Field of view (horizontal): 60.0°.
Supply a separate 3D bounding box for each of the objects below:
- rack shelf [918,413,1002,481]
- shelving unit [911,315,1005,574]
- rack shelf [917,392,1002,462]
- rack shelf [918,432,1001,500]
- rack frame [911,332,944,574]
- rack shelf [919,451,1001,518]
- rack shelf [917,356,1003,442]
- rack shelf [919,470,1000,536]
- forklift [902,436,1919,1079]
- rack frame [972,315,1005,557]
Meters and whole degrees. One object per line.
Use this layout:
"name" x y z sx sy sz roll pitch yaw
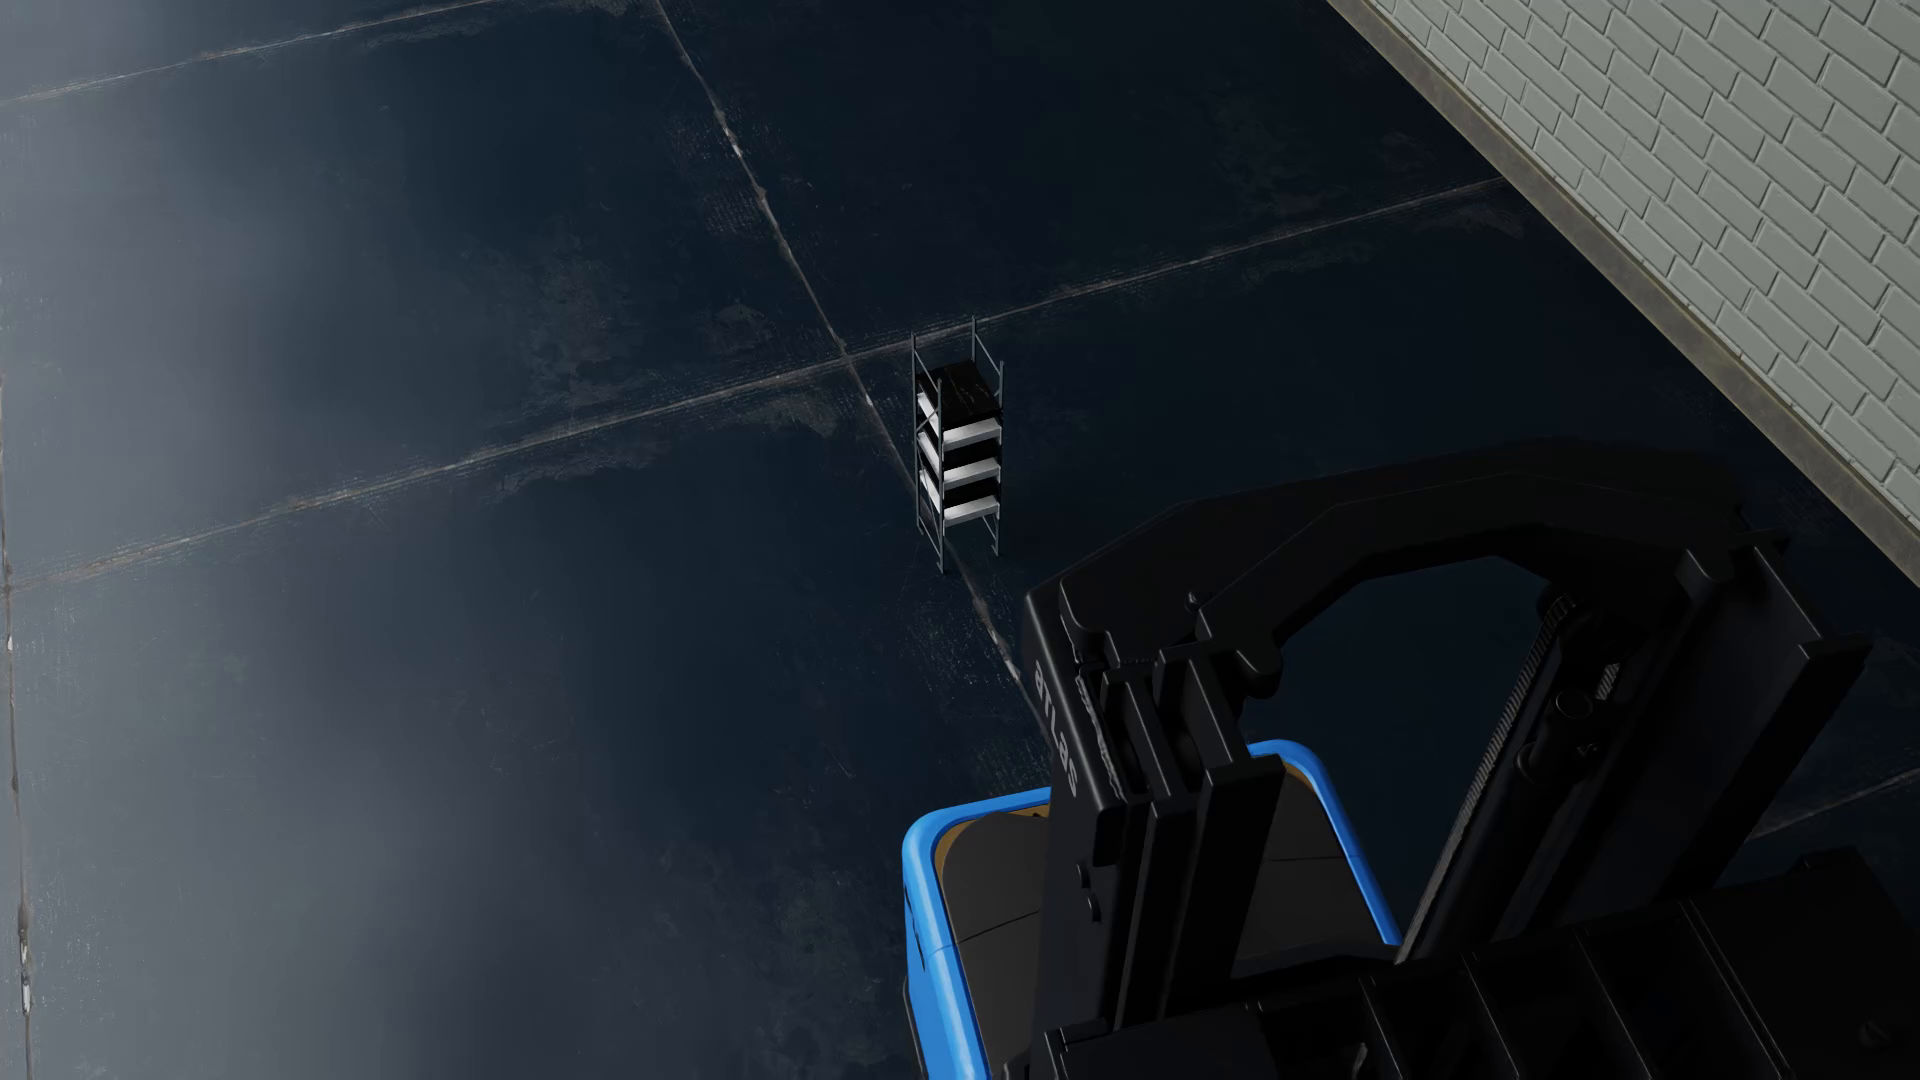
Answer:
"rack shelf" -0.008 -0.328 5.364 0.200 0.077 0.258 -17 52 -14
"shelving unit" -0.008 -0.291 5.407 0.210 0.900 0.258 -17 52 -14
"rack shelf" -0.008 -0.386 5.295 0.200 0.077 0.258 -17 52 -14
"rack shelf" -0.008 -0.269 5.432 0.200 0.077 0.258 -17 52 -14
"rack frame" -0.102 -0.262 5.382 0.006 0.900 0.240 -17 52 -14
"rack shelf" -0.008 -0.211 5.500 0.200 0.077 0.258 -17 52 -14
"rack shelf" -0.008 -0.445 5.227 0.200 0.077 0.258 -17 52 -14
"rack shelf" -0.008 -0.152 5.568 0.200 0.077 0.258 -17 52 -14
"forklift" 0.697 1.380 2.633 1.130 2.935 3.031 -10 50 -9
"rack frame" 0.087 -0.320 5.432 0.006 0.900 0.240 -17 52 -14
